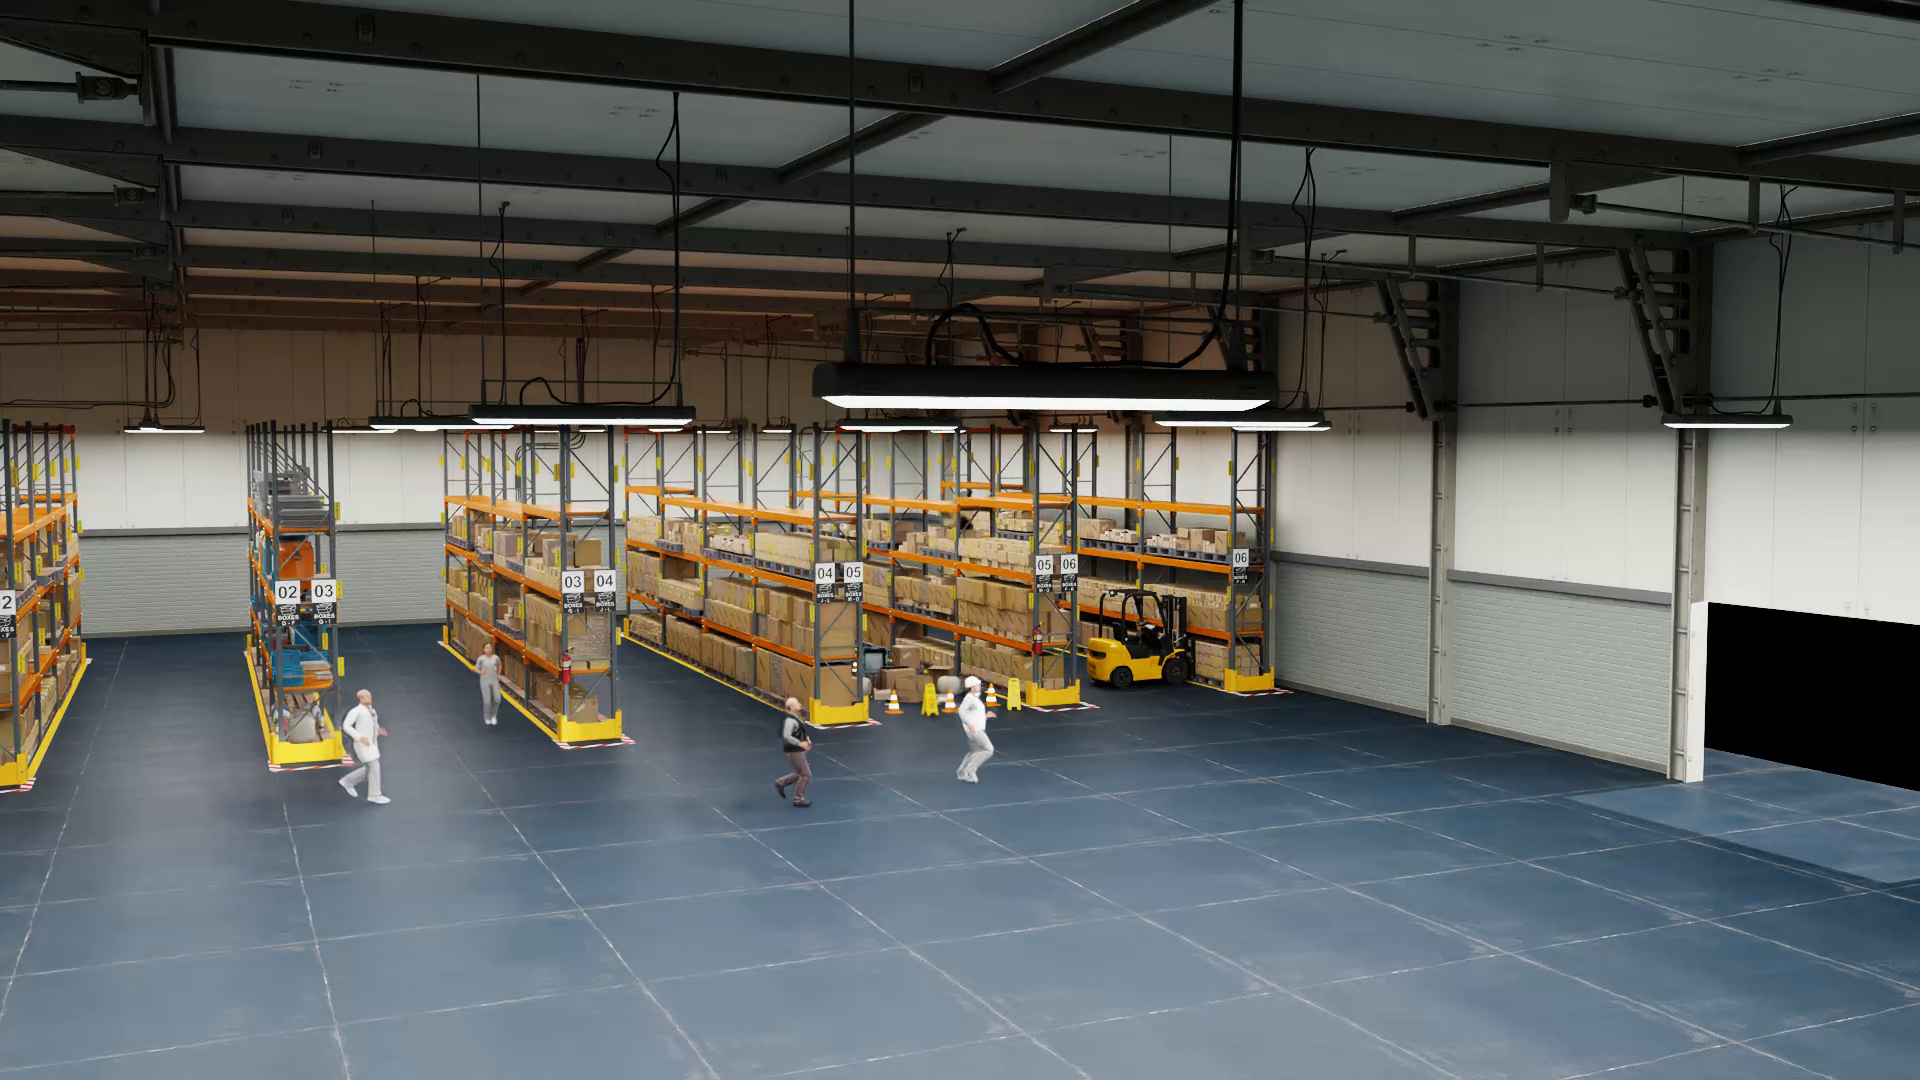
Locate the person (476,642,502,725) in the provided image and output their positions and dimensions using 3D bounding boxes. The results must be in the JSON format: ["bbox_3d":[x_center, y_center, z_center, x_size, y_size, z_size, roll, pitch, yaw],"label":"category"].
[{"bbox_3d":[-9.269,2.845,32.816,0.548,1.649,0.616,-2,4,-27],"label":"person"}]

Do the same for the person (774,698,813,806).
[{"bbox_3d":[-2.588,3.275,25.728,0.614,1.673,0.659,0,4,-1],"label":"person"}]

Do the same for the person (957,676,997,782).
[{"bbox_3d":[0.272,3.121,27.445,0.663,1.742,0.634,0,4,2],"label":"person"}]

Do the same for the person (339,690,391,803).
[{"bbox_3d":[-9.321,3.218,25.949,0.858,1.773,0.716,0,4,3],"label":"person"}]
